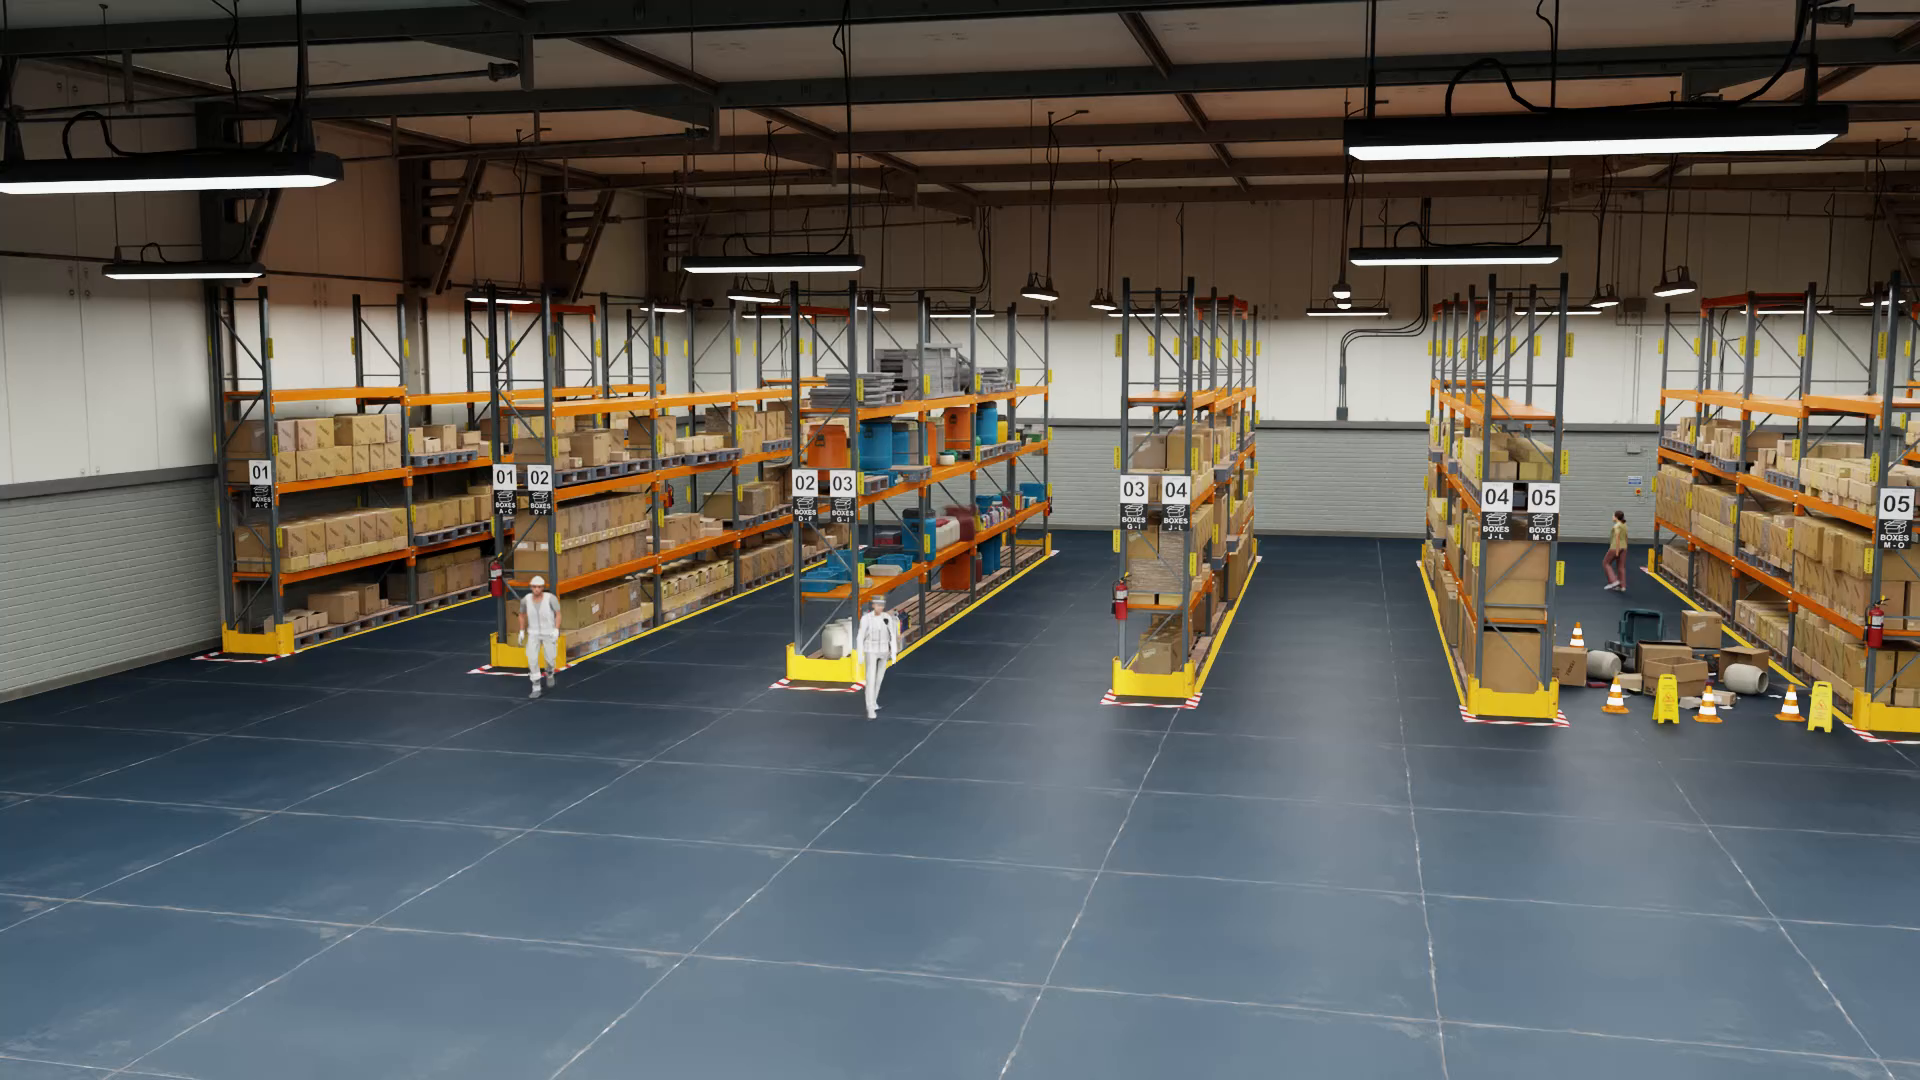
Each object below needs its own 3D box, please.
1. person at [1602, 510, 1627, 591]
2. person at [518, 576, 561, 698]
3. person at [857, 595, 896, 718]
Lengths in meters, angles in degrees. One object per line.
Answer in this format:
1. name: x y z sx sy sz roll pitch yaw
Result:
1. person: 13.633 0.216 34.383 0.452 1.650 0.520 -2 7 -20
2. person: -6.082 1.371 24.099 0.628 1.766 0.687 -1 7 -6
3. person: -1.137 1.561 22.803 0.534 1.636 0.817 -3 7 -24
